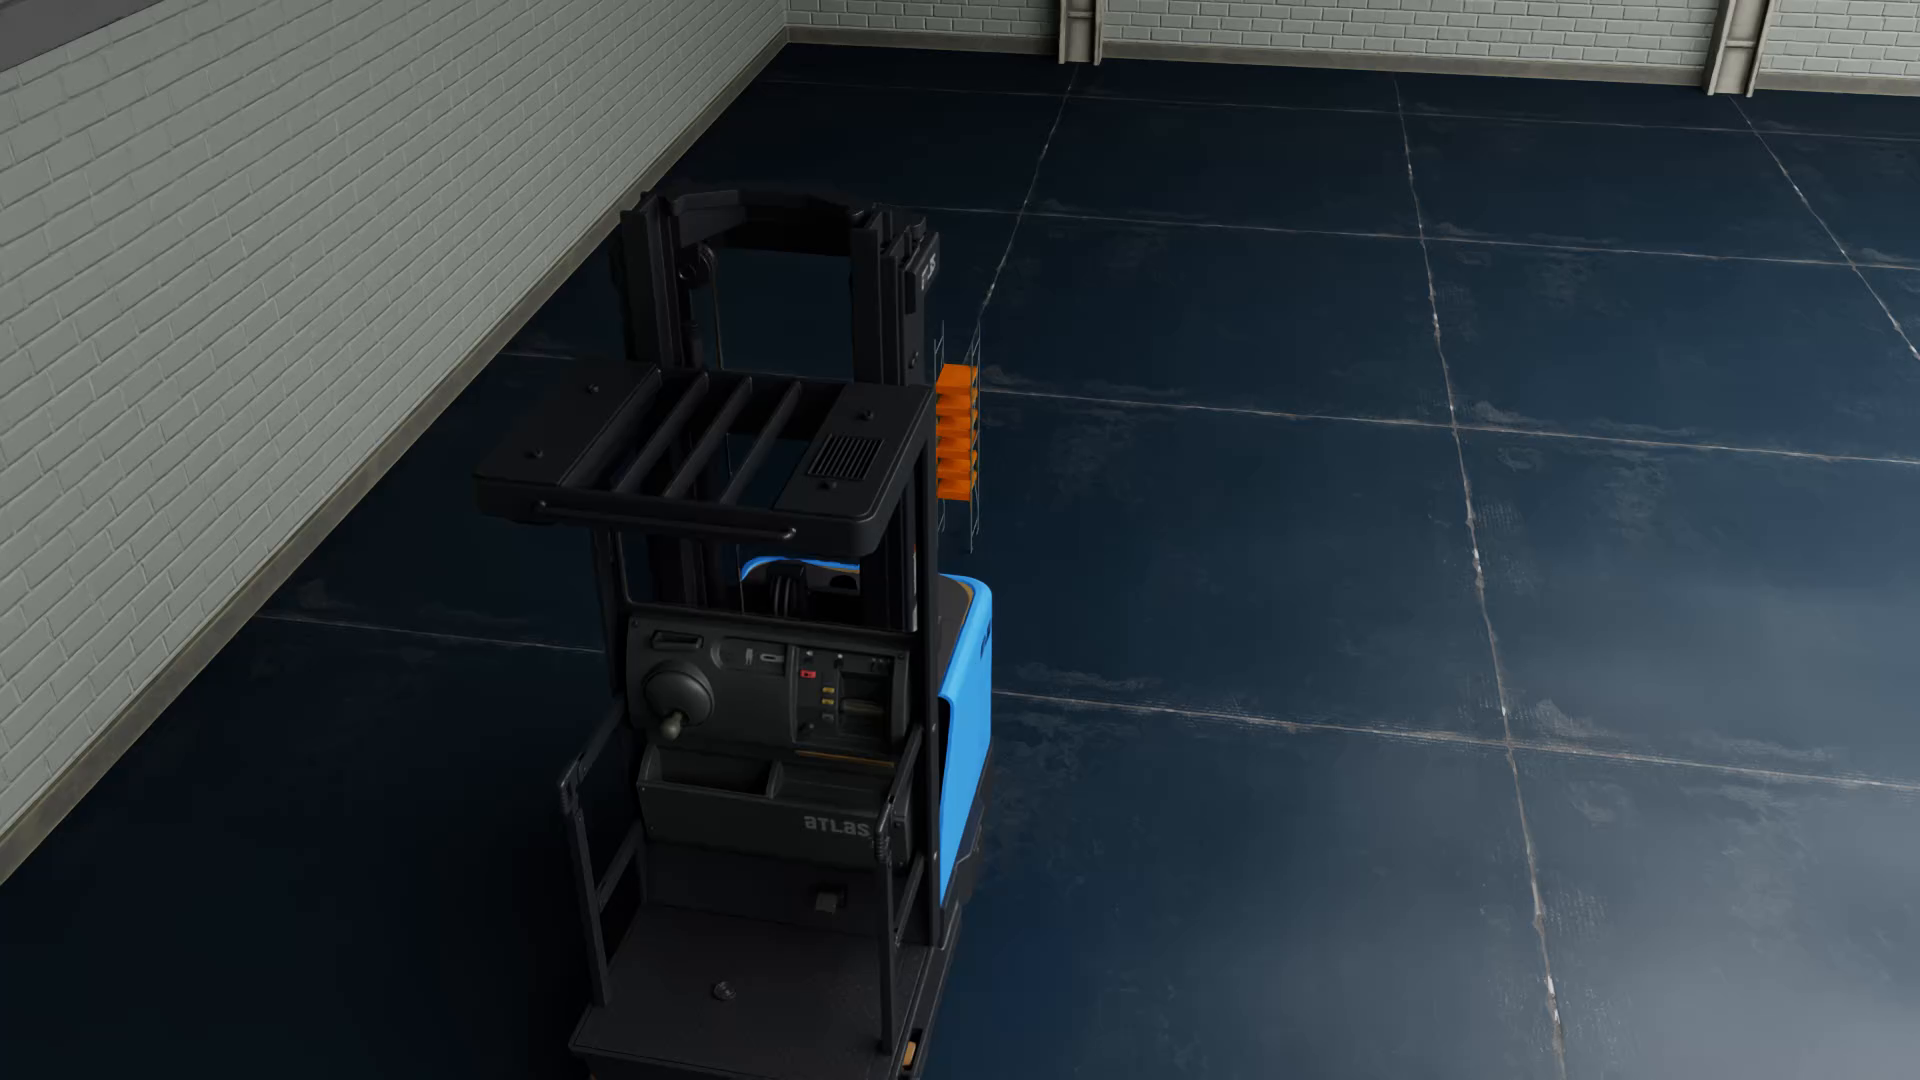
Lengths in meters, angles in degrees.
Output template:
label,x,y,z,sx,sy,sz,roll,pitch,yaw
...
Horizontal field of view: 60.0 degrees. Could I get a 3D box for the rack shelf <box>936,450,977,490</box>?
label,x,y,z,sx,sy,sz,roll,pitch,yaw
rack shelf,-0.014,-0.370,8.521,0.180,0.103,0.258,5,32,8

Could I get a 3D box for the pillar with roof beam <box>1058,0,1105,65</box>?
label,x,y,z,sx,sy,sz,roll,pitch,yaw
pillar with roof beam,0.449,-6.254,10.260,0.400,9.000,9.100,5,32,8

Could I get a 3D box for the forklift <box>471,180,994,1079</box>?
label,x,y,z,sx,sy,sz,roll,pitch,yaw
forklift,-0.661,0.530,5.141,1.130,2.935,3.031,6,33,10

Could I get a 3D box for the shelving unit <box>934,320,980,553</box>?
label,x,y,z,sx,sy,sz,roll,pitch,yaw
shelving unit,-0.014,-0.510,8.434,0.189,1.200,0.258,5,32,8

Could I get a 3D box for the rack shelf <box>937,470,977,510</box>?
label,x,y,z,sx,sy,sz,roll,pitch,yaw
rack shelf,-0.014,-0.269,8.585,0.180,0.103,0.258,5,32,8

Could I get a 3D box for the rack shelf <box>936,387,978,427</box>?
label,x,y,z,sx,sy,sz,roll,pitch,yaw
rack shelf,-0.014,-0.676,8.330,0.180,0.103,0.258,5,32,8

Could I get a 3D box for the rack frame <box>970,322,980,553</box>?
label,x,y,z,sx,sy,sz,roll,pitch,yaw
rack frame,0.076,-0.502,8.421,0.006,1.200,0.240,5,32,8

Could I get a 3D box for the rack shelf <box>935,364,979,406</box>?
label,x,y,z,sx,sy,sz,roll,pitch,yaw
rack shelf,-0.014,-0.777,8.266,0.180,0.103,0.258,5,32,8

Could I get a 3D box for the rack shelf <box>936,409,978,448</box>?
label,x,y,z,sx,sy,sz,roll,pitch,yaw
rack shelf,-0.014,-0.574,8.394,0.180,0.103,0.258,5,32,8

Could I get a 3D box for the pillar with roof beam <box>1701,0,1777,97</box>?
label,x,y,z,sx,sy,sz,roll,pitch,yaw
pillar with roof beam,6.364,-5.718,9.404,0.400,9.000,9.100,5,32,8

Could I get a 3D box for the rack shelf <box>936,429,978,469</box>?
label,x,y,z,sx,sy,sz,roll,pitch,yaw
rack shelf,-0.014,-0.472,8.457,0.180,0.103,0.258,5,32,8

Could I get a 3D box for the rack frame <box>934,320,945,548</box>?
label,x,y,z,sx,sy,sz,roll,pitch,yaw
rack frame,-0.104,-0.518,8.447,0.006,1.200,0.240,5,32,8
